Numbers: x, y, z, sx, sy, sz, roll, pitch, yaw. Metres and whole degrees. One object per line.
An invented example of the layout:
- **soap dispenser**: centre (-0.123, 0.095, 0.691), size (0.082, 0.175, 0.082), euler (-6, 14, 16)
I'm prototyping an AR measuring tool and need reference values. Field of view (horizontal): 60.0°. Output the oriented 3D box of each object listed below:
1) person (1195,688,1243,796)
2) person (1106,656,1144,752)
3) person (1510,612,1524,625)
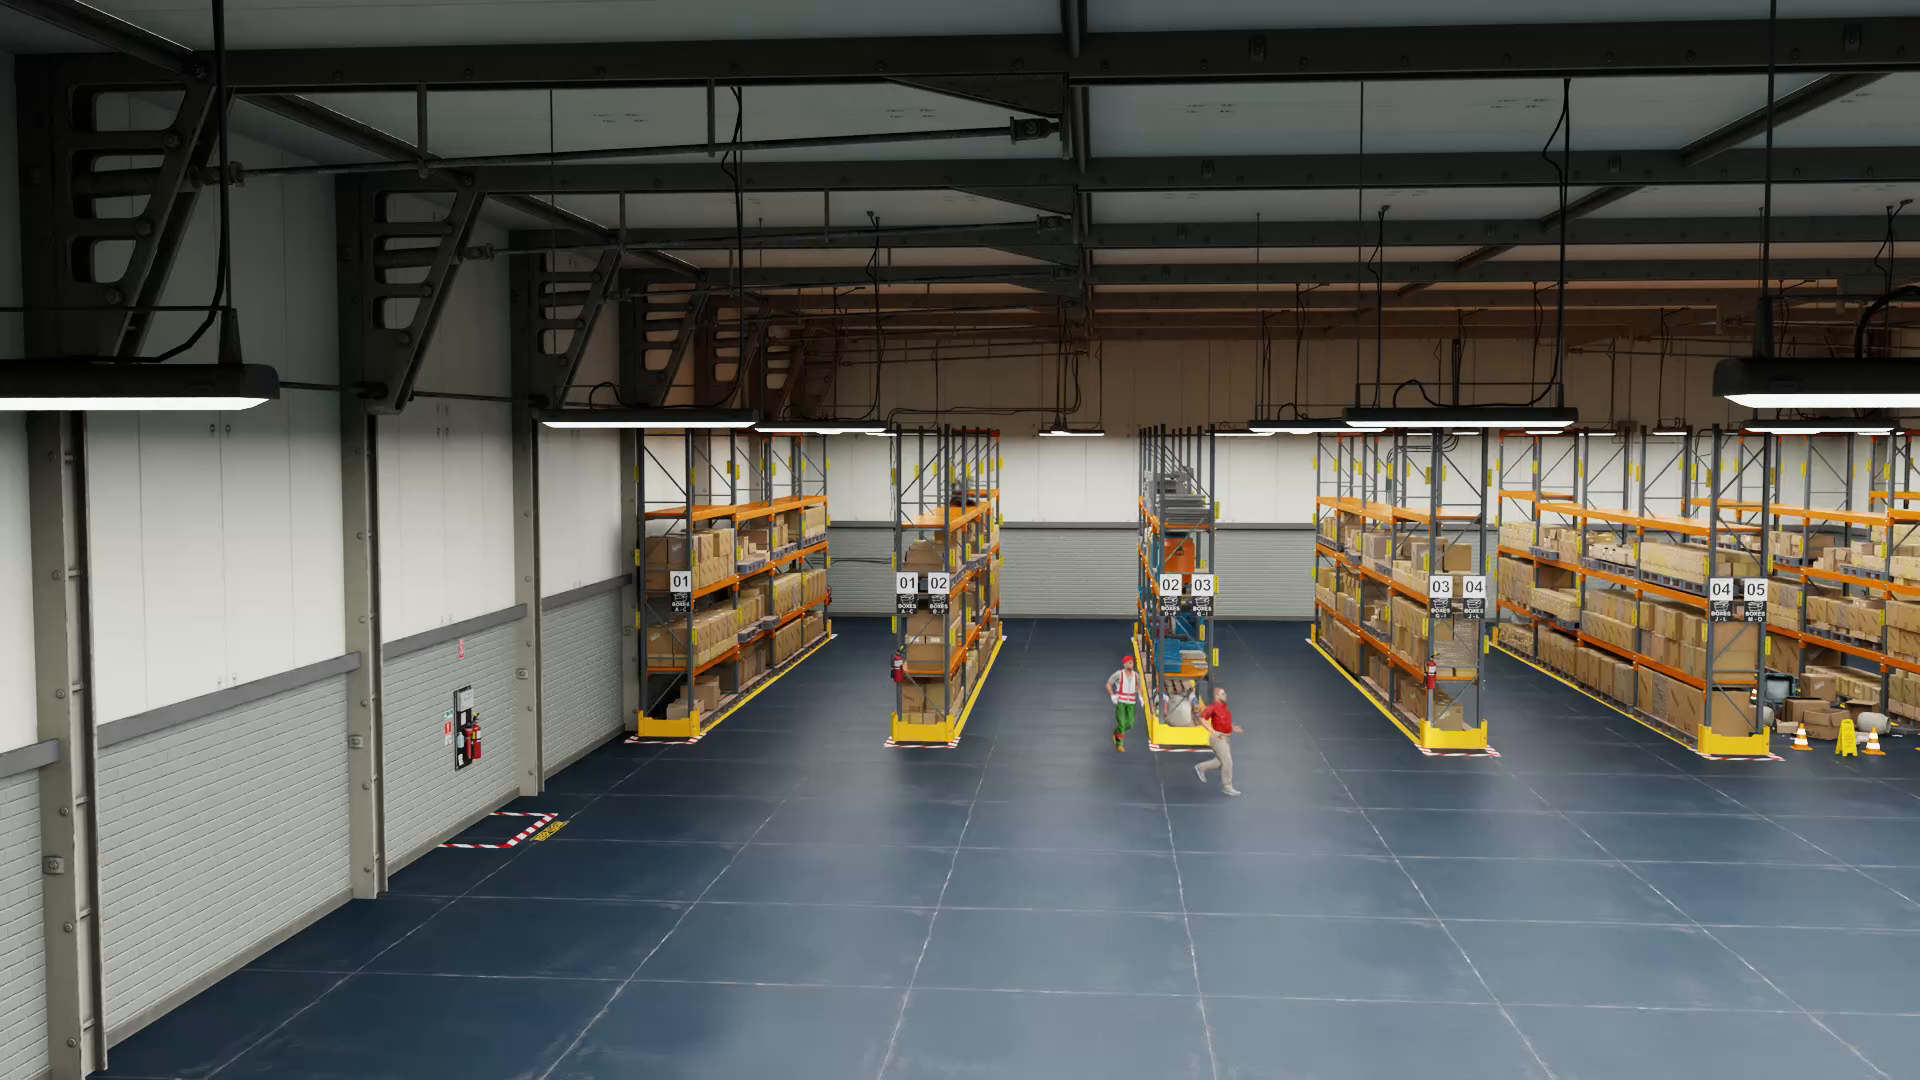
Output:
- **person**: centre (4.172, 3.248, 26.898), size (0.833, 1.724, 0.663), euler (2, 4, 32)
- **person**: centre (3.036, 2.997, 30.637), size (0.718, 1.739, 0.564), euler (-1, 4, -19)
- **person**: centre (15.976, 2.001, 47.477), size (0.581, 1.646, 0.551), euler (1, 4, 9)
